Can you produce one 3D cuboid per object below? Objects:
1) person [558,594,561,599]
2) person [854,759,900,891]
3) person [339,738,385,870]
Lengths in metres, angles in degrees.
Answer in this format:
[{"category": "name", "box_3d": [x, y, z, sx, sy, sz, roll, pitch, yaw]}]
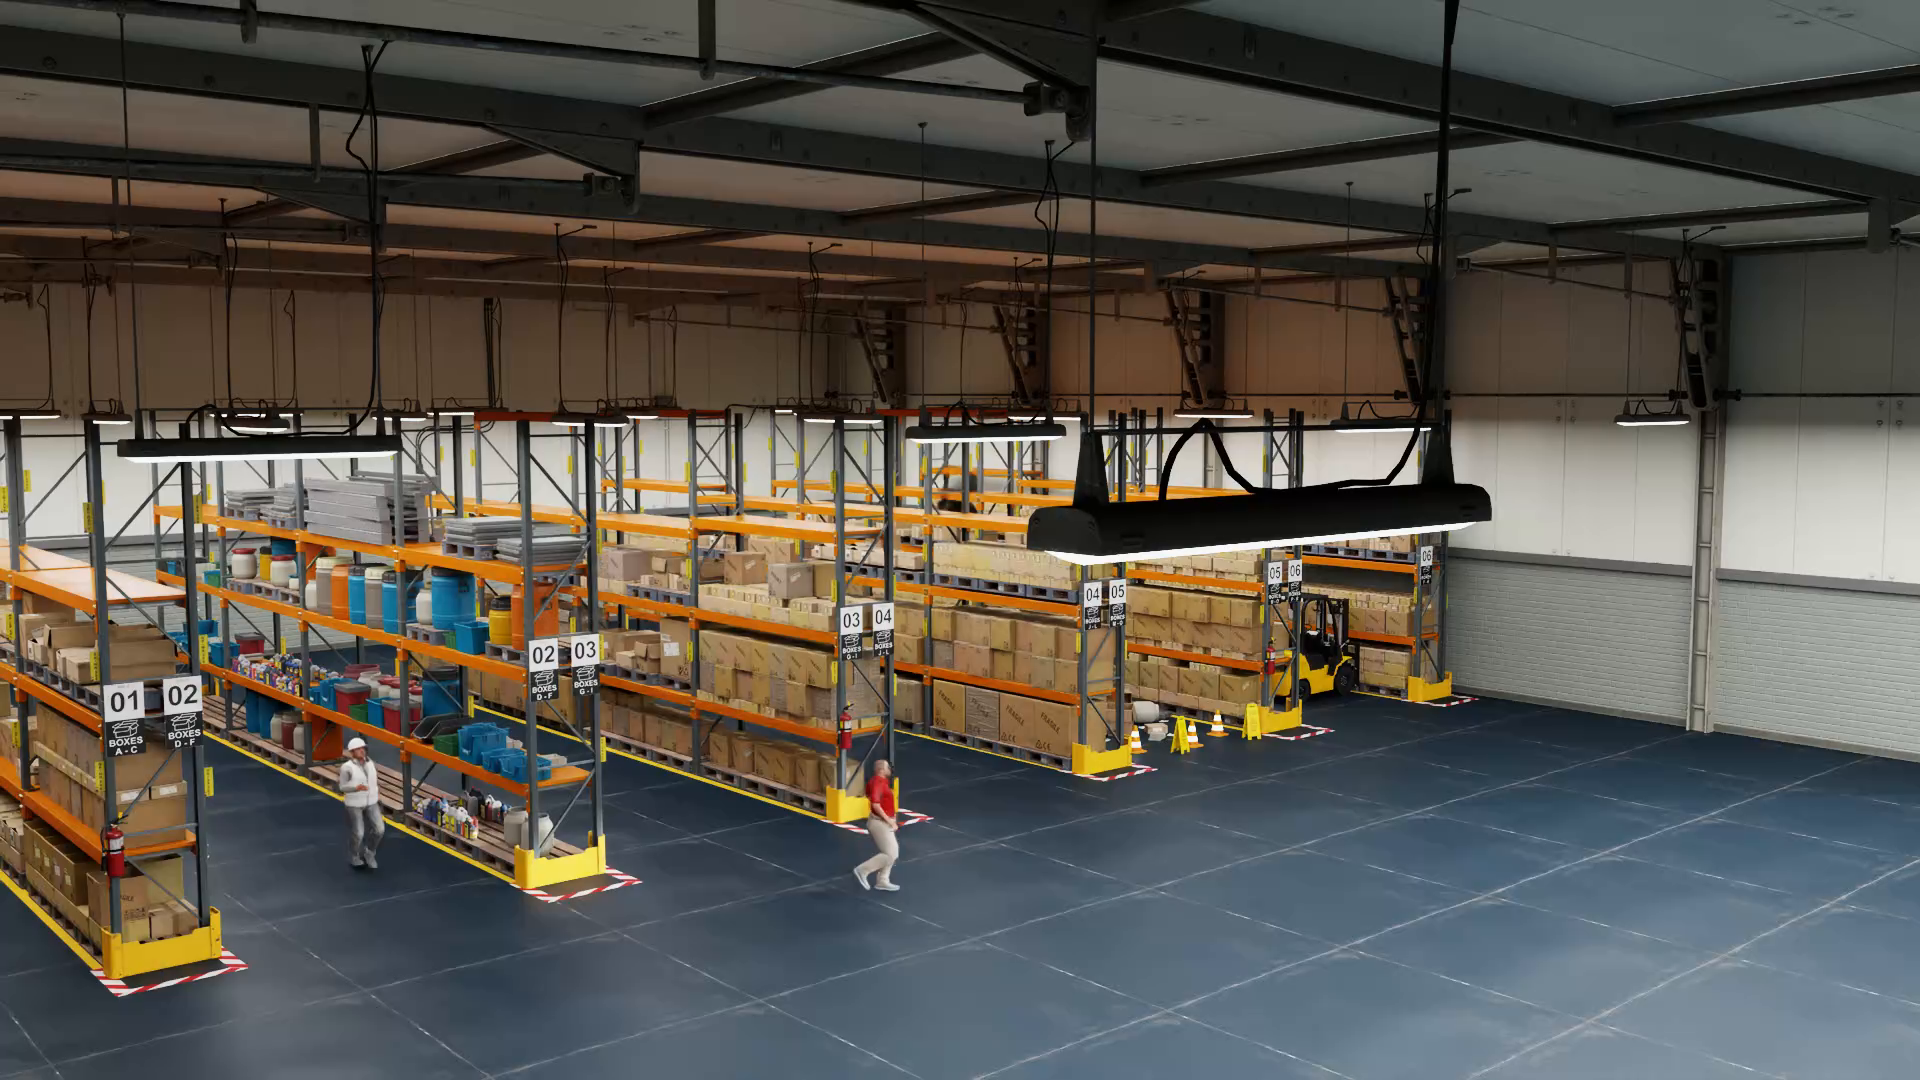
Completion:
[{"category": "person", "box_3d": [-9.688, 2.076, 39.406, 0.664, 1.648, 0.637, 1, 5, 15]}, {"category": "person", "box_3d": [-1.048, 3.635, 21.172, 0.578, 1.707, 0.685, -1, 5, -12]}, {"category": "person", "box_3d": [-7.915, 3.520, 22.081, 0.669, 1.789, 0.640, 4, 7, 42]}]
